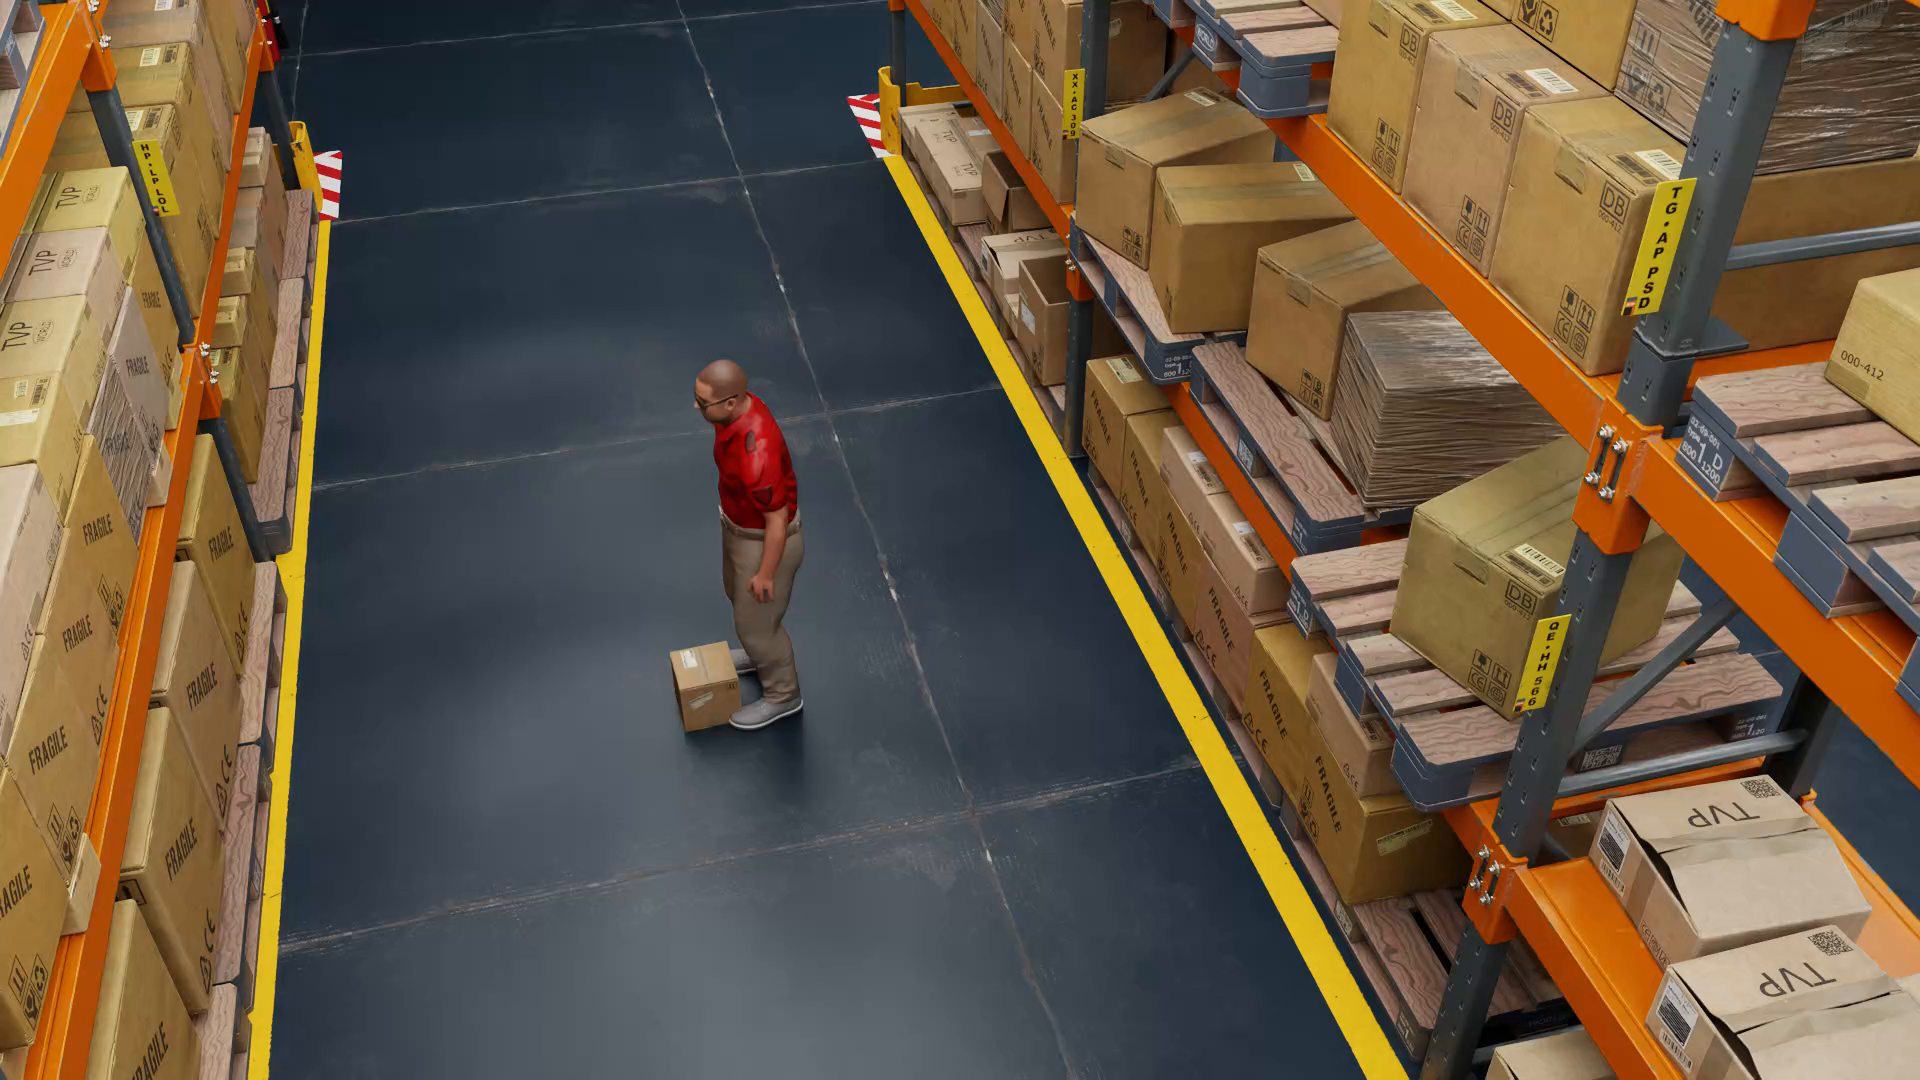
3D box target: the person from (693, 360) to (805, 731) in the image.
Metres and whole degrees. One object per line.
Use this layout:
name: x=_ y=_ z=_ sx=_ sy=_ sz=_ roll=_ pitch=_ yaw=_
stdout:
person: x=-0.841 y=-0.002 z=6.729 sx=0.393 sy=1.726 sz=0.601 roll=-12 pitch=39 yaw=-15
